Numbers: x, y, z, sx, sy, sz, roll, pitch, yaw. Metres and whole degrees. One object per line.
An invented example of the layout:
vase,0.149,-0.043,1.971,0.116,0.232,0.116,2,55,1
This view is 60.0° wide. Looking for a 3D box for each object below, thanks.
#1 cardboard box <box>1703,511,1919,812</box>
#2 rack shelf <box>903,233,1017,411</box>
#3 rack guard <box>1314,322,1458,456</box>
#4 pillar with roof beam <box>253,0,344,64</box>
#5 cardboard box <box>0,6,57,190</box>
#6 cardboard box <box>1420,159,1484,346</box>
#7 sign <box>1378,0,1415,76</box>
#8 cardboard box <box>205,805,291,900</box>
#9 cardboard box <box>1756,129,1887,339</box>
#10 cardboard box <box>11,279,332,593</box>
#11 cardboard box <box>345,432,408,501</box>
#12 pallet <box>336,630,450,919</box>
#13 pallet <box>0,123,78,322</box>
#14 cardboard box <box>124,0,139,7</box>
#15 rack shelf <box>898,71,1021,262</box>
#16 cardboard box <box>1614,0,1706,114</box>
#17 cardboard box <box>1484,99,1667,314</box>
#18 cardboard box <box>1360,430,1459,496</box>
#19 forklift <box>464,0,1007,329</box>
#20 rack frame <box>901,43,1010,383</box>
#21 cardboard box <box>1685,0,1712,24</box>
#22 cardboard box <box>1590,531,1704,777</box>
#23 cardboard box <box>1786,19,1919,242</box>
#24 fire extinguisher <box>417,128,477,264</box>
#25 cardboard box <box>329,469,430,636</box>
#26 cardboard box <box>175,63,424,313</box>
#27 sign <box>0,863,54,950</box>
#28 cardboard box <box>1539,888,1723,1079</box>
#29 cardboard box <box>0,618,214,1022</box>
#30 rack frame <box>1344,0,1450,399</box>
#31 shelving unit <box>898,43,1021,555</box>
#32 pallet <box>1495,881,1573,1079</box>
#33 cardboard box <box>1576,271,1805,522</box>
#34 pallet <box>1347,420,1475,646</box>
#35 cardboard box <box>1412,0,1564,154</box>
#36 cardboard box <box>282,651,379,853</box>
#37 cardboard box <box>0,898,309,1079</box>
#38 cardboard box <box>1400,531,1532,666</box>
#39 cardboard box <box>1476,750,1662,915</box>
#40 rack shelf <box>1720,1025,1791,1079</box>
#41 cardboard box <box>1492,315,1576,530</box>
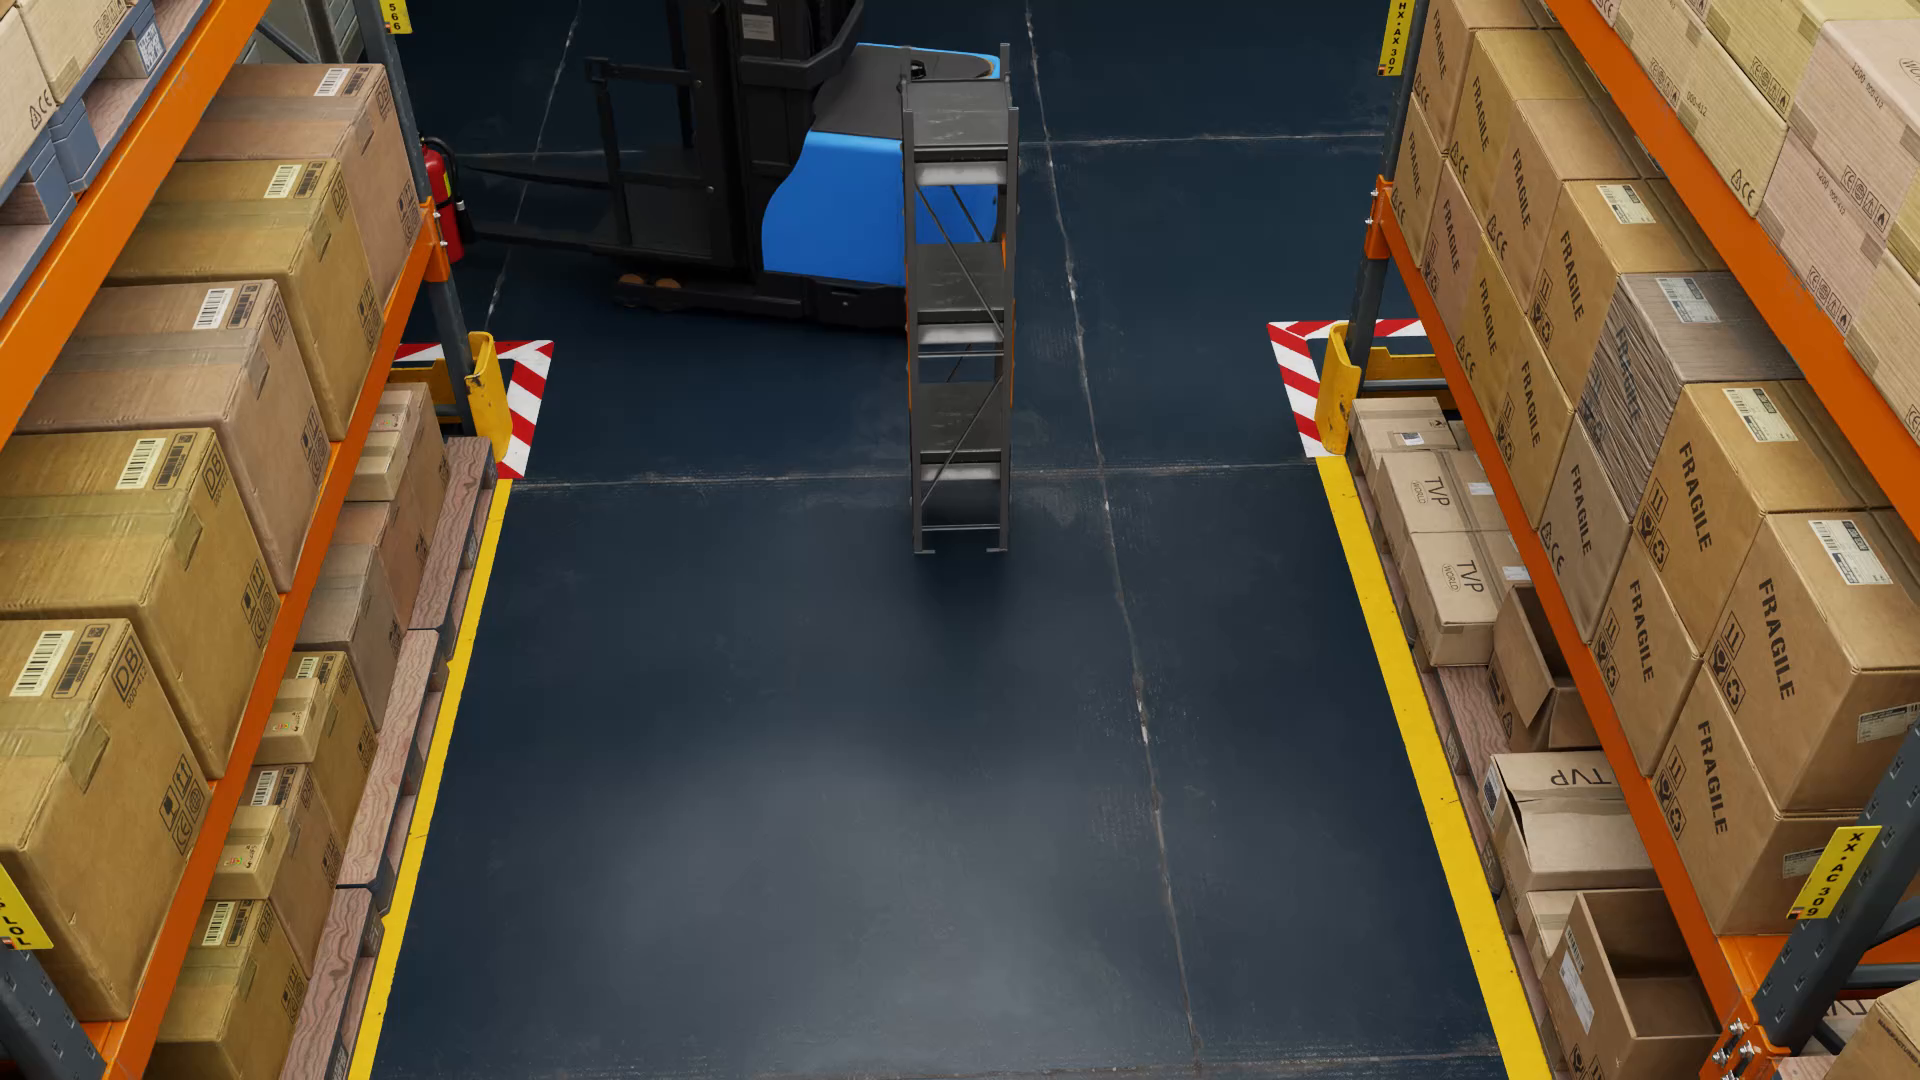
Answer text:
cardboard box,2.154,0.282,3.909,0.500,0.500,0.500,-1,43,-2
rack shelf,-0.007,-0.876,6.672,0.431,0.518,0.480,-2,43,-2
rack guard,2.268,-0.706,7.651,1.175,0.500,0.348,-2,43,-2
pillar with roof beam,0.638,-5.667,6.773,9.100,9.000,0.400,-2,43,-2
cardboard box,-2.288,-0.895,3.512,0.500,0.250,0.500,-2,43,-3
cardboard box,2.047,-1.061,6.113,0.500,0.500,0.500,-2,43,-2
sign,1.722,-1.982,6.552,0.100,0.325,0.005,-2,43,-2
cardboard box,-2.276,0.949,5.053,0.380,0.149,0.250,0,43,0
cardboard box,2.137,-0.688,3.671,0.500,0.250,0.500,-2,43,-2
cardboard box,-2.588,-0.295,5.130,0.980,0.700,0.700,-4,43,-4
cardboard box,-2.356,-0.283,6.398,0.380,0.149,0.250,-1,43,-1
pallet,-2.524,0.853,6.163,1.003,0.211,1.213,-2,43,-2
pallet,-2.539,-0.460,3.377,1.003,0.211,1.213,-2,43,-2
cardboard box,-2.338,-1.587,4.268,0.500,0.250,0.500,-3,43,-3
rack shelf,-0.007,-1.392,6.199,0.431,0.518,0.480,-2,43,-2
cardboard box,2.091,-1.363,4.408,0.500,0.250,0.500,-2,43,-2
cardboard box,2.066,-1.087,5.402,0.500,0.500,0.500,-1,43,-1
cardboard box,1.950,-0.335,7.167,0.380,0.166,0.250,-2,43,-2
forklift,-1.313,-2.592,7.909,3.031,2.935,1.130,8,43,9
rack frame,-0.017,-1.051,6.842,0.400,2.100,0.015,-2,43,-2
cardboard box,2.085,-1.547,4.239,0.500,0.250,0.500,-2,43,-2
cardboard box,2.133,0.306,4.622,0.500,0.500,0.500,-1,43,-1
cardboard box,2.125,-0.872,3.502,0.500,0.250,0.500,-2,43,-2
fire extinguisher,-2.230,-1.483,6.982,0.296,0.674,0.183,-2,43,-2
cardboard box,-2.534,0.040,6.526,0.700,0.500,0.500,-2,43,-2
cardboard box,-2.653,-1.301,6.227,0.980,0.700,0.700,0,43,0
sign,-1.973,0.746,3.418,0.100,0.325,0.005,-2,43,-2
cardboard box,2.127,1.404,5.023,0.500,0.500,0.500,-2,43,-2
cardboard box,-2.521,0.689,4.057,0.980,0.700,0.700,-1,43,-1
rack frame,2.264,-1.679,6.862,1.000,3.000,0.127,-2,43,-2
shelving unit,-0.007,-0.886,6.662,0.431,2.100,0.503,-2,43,-2
pallet,2.406,1.586,5.364,1.003,0.211,1.213,-2,43,-2
cardboard box,2.109,-0.404,4.657,0.500,0.500,0.500,-1,43,-1
pallet,2.303,-0.061,7.161,1.003,0.211,1.213,-2,43,-2
cardboard box,2.020,-1.777,6.155,0.500,0.500,0.500,0,43,0
cardboard box,-2.482,0.739,5.763,0.700,0.500,0.500,-1,43,-1
cardboard box,-2.444,1.425,5.015,0.700,0.500,0.500,-1,43,-1
cardboard box,2.047,0.223,6.496,0.500,0.250,0.500,-2,43,-2
cardboard box,2.095,0.968,5.639,0.500,0.311,0.500,-2,43,-2
rack shelf,2.519,2.637,2.686,1.077,0.370,4.000,-2,43,-2
cardboard box,2.085,-0.384,5.375,0.500,0.500,0.500,-1,43,-1
